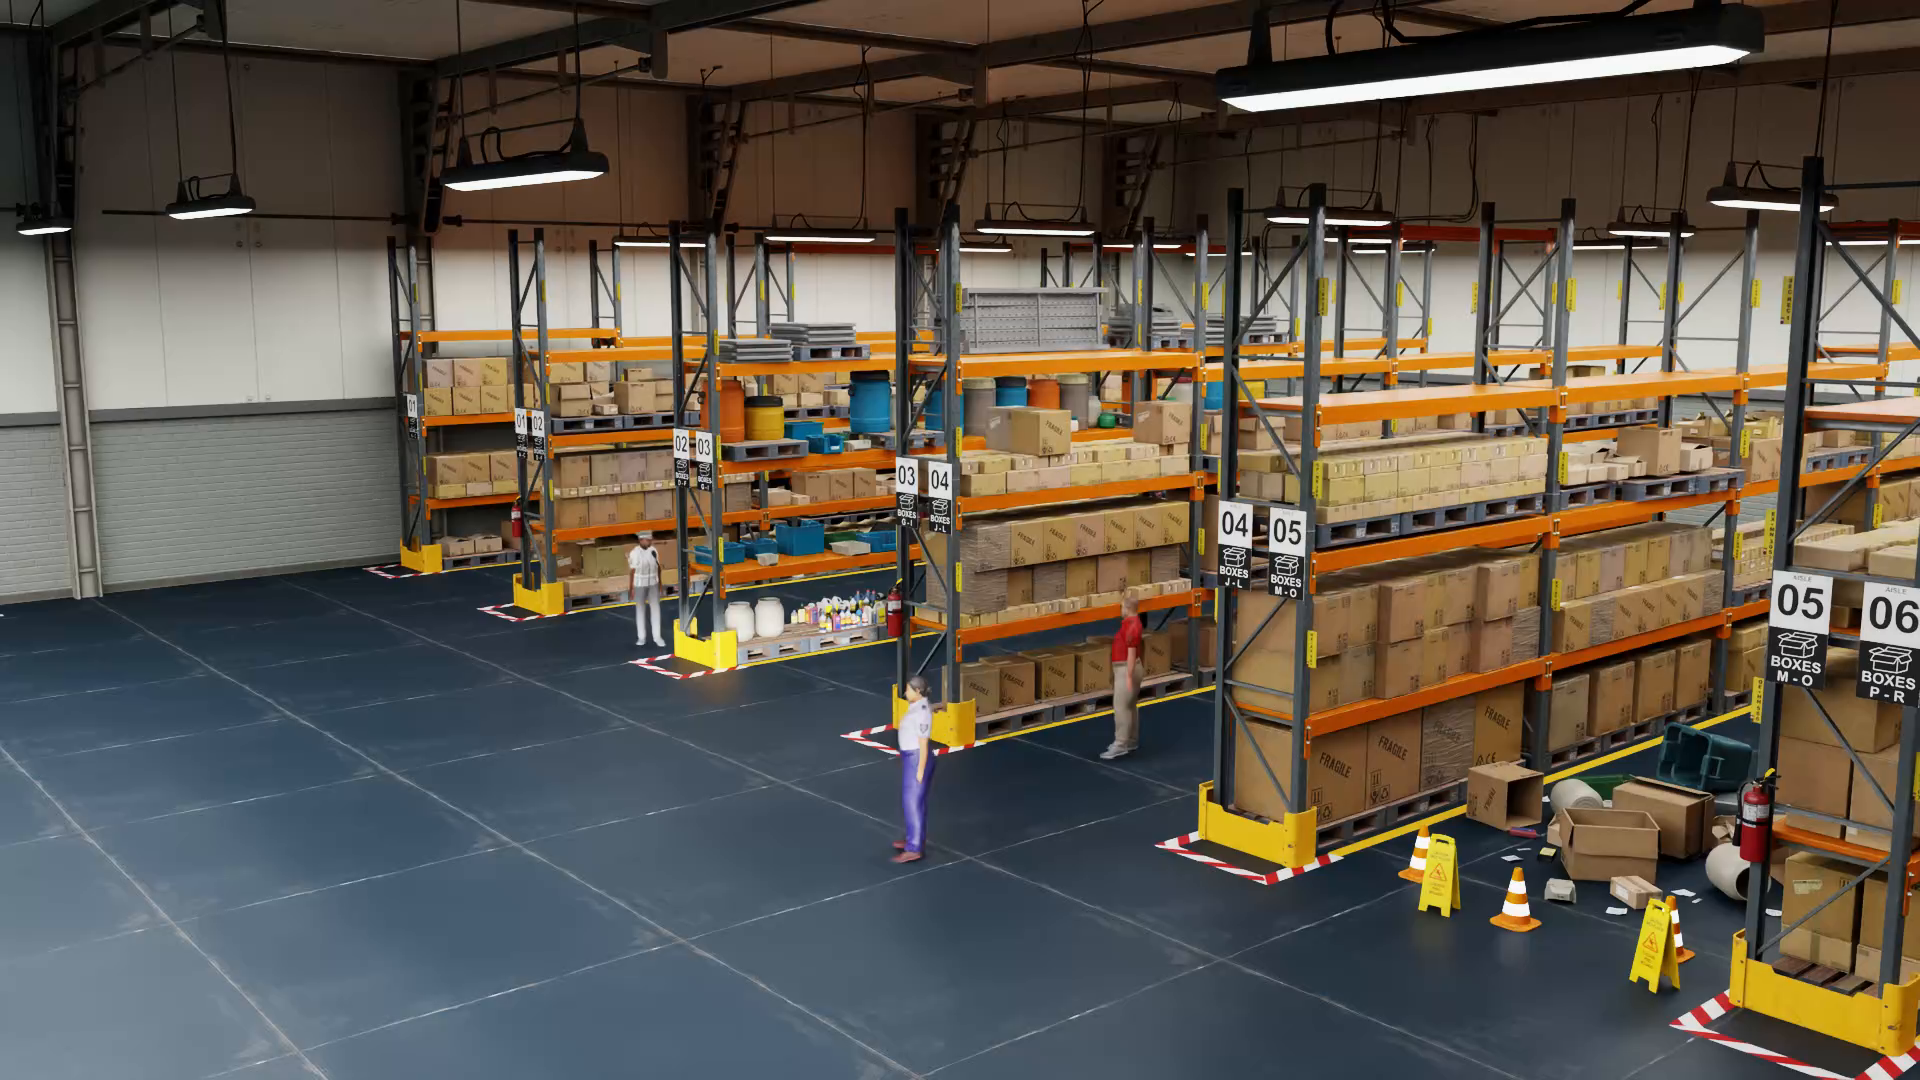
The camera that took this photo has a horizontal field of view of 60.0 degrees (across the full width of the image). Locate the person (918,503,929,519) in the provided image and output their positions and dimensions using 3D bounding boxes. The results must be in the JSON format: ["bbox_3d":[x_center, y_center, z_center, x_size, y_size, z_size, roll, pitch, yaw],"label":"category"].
[{"bbox_3d":[-0.860,-0.818,33.975,0.916,1.552,0.389,-6,11,-35],"label":"person"}]

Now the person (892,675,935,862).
[{"bbox_3d":[-0.431,2.062,15.136,0.407,1.682,0.536,-1,9,-4],"label":"person"}]

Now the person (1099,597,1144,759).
[{"bbox_3d":[1.799,1.506,18.391,0.441,1.750,0.652,2,9,10],"label":"person"}]

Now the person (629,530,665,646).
[{"bbox_3d":[-4.515,0.678,23.906,0.484,1.690,0.419,-6,10,-32],"label":"person"}]
